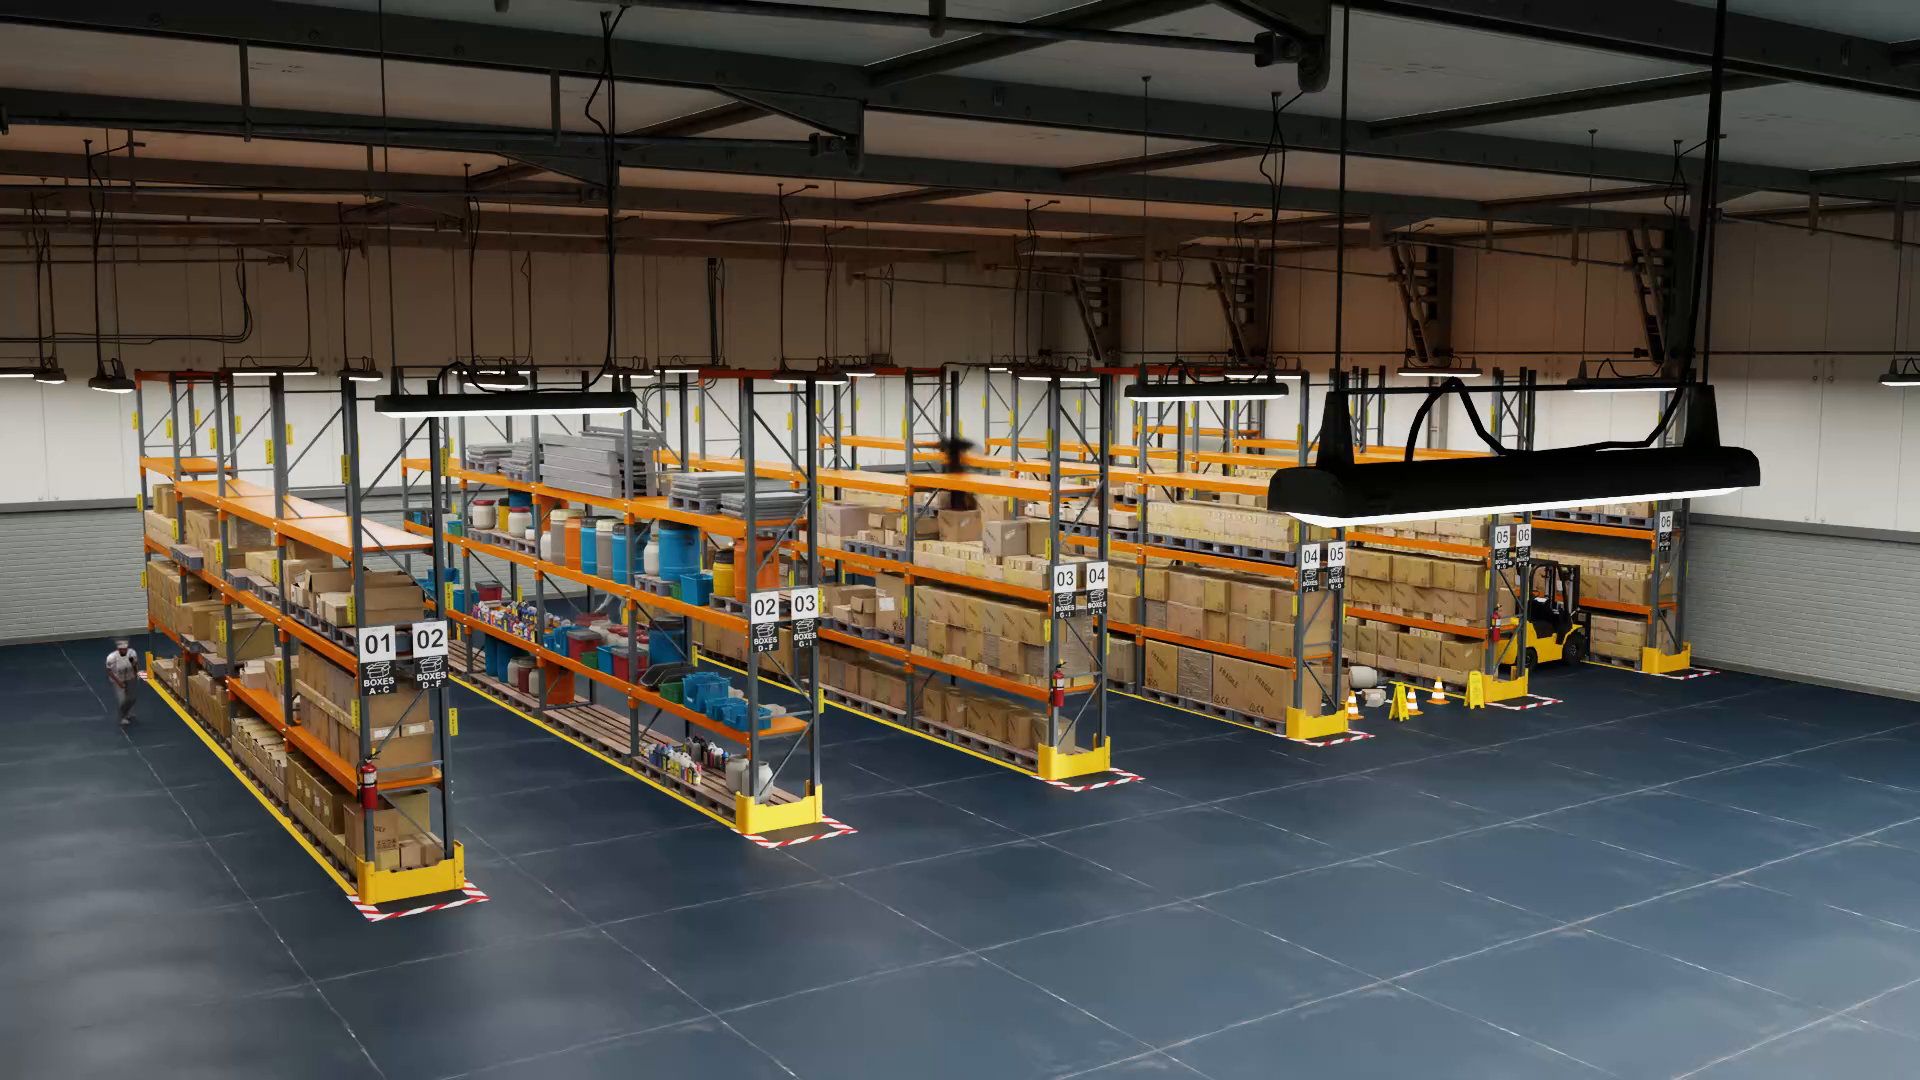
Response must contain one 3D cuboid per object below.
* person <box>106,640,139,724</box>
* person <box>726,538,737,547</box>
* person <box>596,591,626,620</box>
[{"bbox_3d":[-14.257,2.395,28.329,0.873,1.504,0.594,5,8,40],"label":"person"},{"bbox_3d":[-5.739,0.685,42.529,0.729,1.742,0.597,-1,6,-5],"label":"person"},{"bbox_3d":[-8.104,1.133,38.940,0.994,1.585,0.605,-1,6,-5],"label":"person"}]
